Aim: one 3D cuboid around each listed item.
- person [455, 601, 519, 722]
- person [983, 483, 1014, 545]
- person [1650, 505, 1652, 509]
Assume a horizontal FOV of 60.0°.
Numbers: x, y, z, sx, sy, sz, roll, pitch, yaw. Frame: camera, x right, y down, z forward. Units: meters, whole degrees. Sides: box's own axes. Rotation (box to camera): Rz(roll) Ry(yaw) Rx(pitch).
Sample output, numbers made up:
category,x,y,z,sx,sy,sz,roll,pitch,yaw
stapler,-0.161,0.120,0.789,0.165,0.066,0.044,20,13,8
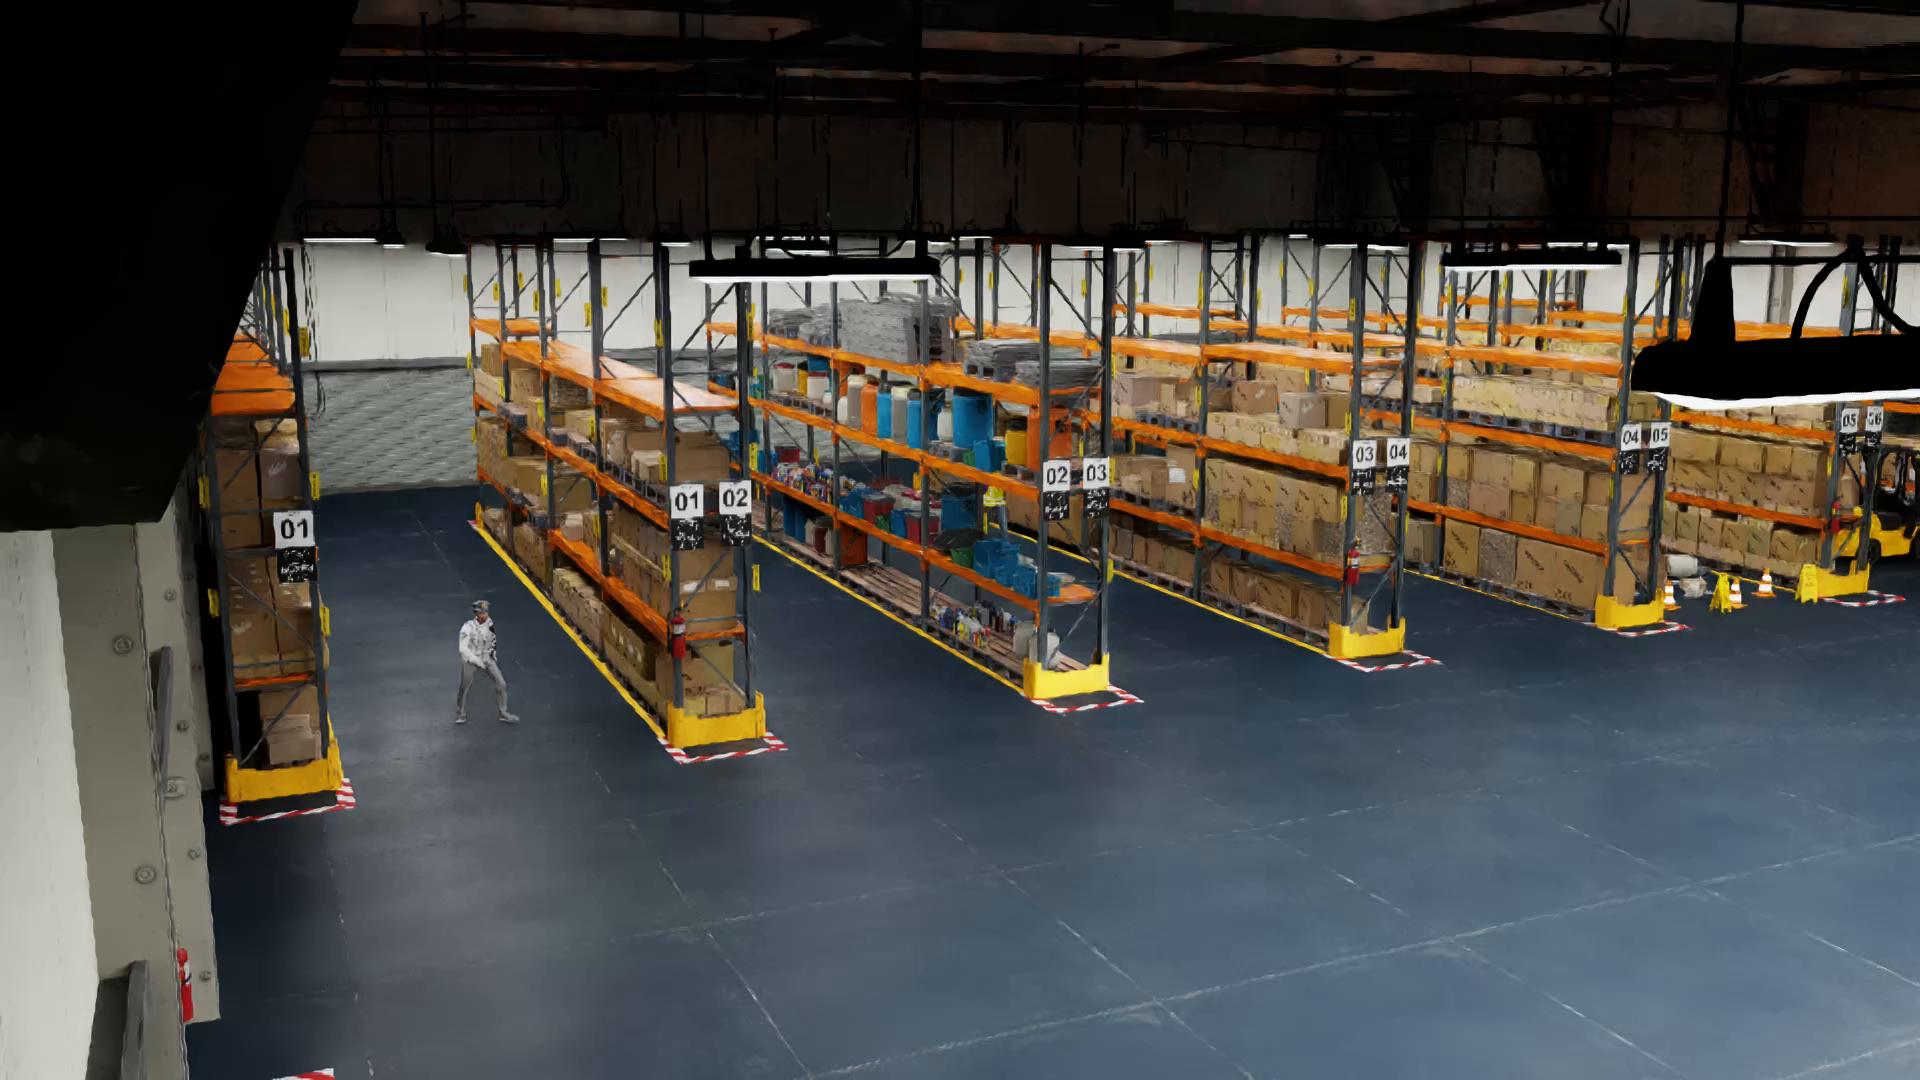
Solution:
category,x,y,z,sx,sy,sz,roll,pitch,yaw
person,-6.067,1.525,21.004,0.644,1.615,0.783,-10,15,-42
person,0.663,-0.699,32.235,0.577,1.691,1.121,-4,12,-21
person,14.874,-1.416,35.673,0.577,1.783,0.662,0,11,2
